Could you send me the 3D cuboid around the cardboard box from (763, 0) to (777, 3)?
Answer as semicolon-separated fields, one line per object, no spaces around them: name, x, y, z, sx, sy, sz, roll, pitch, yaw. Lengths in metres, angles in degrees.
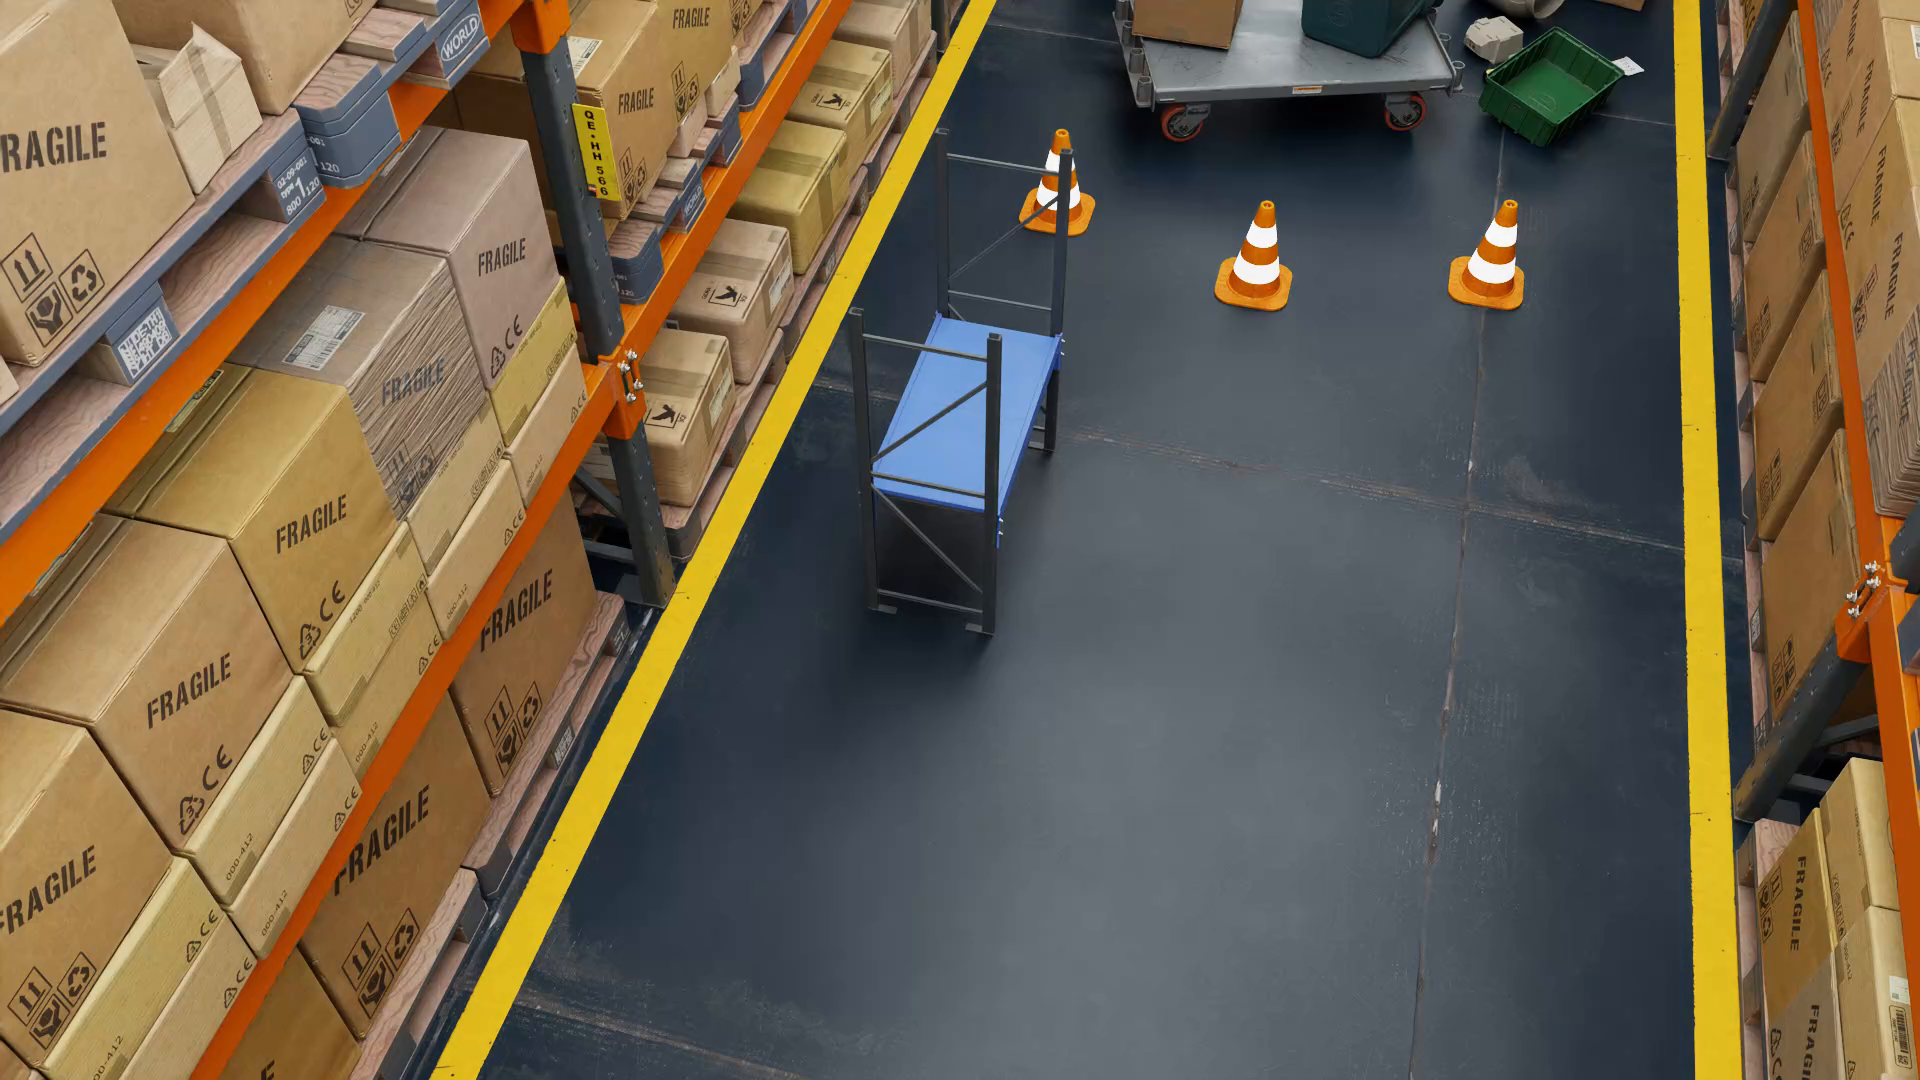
cardboard box;-0.868;-2.276;6.564;0.380;0.149;0.250;13;50;11

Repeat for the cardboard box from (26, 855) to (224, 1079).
cardboard box;-2.002;0.910;3.631;0.500;0.250;0.500;12;50;11

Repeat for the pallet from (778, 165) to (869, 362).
pallet;-1.075;-1.384;7.750;1.003;0.211;1.213;12;50;10

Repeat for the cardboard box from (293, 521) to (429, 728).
cardboard box;-1.734;0.168;4.286;0.500;0.250;0.500;10;49;9

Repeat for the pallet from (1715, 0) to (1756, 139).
pallet;4.525;-2.464;8.702;1.003;0.211;1.213;12;50;10

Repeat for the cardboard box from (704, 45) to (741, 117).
cardboard box;-1.025;-1.698;6.054;0.380;0.149;0.250;12;50;10

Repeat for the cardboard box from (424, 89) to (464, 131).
cardboard box;-1.754;-1.516;5.461;0.500;0.500;0.500;10;49;9

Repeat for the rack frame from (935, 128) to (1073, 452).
rack frame;0.156;-0.926;6.486;0.500;1.500;0.032;12;50;10

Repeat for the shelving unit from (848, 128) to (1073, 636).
shelving unit;0.022;-0.558;6.161;0.538;1.500;1.048;12;50;10

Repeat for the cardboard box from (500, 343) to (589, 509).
cardboard box;-1.488;-0.396;5.117;0.500;0.250;0.500;10;49;9

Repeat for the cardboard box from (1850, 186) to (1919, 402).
cardboard box;3.189;-0.731;5.247;0.500;0.500;0.500;12;50;10

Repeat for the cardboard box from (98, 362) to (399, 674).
cardboard box;-1.753;-0.070;3.996;0.500;0.500;0.500;12;50;10

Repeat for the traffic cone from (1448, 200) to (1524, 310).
traffic cone;2.440;-1.340;7.543;0.336;0.463;0.334;12;50;10

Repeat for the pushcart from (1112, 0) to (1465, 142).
pushcart;1.660;-2.474;8.601;1.648;0.377;0.936;-4;49;-3

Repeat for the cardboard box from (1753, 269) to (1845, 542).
cardboard box;3.671;-0.409;6.249;1.050;0.750;0.750;12;50;11

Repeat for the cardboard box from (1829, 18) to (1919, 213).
cardboard box;3.451;-1.464;5.894;0.500;0.500;0.500;12;50;11

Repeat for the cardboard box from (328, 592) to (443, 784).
cardboard box;-1.755;0.338;4.470;0.500;0.250;0.500;11;50;10

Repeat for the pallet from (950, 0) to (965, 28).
pallet;-0.410;-3.325;9.463;1.003;0.211;1.213;12;50;10

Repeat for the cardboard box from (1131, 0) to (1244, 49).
cardboard box;1.173;-2.849;8.345;0.500;0.500;0.500;12;50;10

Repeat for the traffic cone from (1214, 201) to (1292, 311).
traffic cone;1.360;-1.336;7.539;0.336;0.463;0.334;12;50;10

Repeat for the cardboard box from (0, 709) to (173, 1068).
cardboard box;-2.023;0.670;3.343;0.500;0.500;0.500;10;49;9

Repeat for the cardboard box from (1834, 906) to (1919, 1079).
cardboard box;2.648;1.299;4.408;0.500;0.250;0.500;11;49;10

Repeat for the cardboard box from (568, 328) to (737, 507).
cardboard box;-1.447;-0.538;6.616;0.950;0.372;0.625;9;49;7

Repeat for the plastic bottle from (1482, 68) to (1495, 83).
plastic bottle;2.866;-2.377;8.726;0.133;0.061;0.283;-11;50;-10

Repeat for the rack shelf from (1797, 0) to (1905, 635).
rack shelf;3.723;-1.167;6.178;1.077;0.370;4.000;12;50;10

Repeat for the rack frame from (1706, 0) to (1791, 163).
rack frame;4.250;-2.852;7.185;1.000;3.000;0.127;12;50;10

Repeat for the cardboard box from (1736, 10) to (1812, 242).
cardboard box;4.173;-1.780;7.459;1.050;0.750;0.750;11;50;10

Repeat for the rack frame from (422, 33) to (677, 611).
rack frame;-1.605;-0.862;5.429;1.000;3.000;0.127;12;50;10

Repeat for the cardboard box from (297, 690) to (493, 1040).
cardboard box;-2.106;0.829;5.073;0.875;0.875;0.875;12;50;10

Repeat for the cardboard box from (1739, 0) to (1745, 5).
cardboard box;4.716;-3.381;8.790;0.875;0.875;0.875;12;50;10

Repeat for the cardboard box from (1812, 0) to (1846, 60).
cardboard box;3.719;-2.192;6.536;0.500;0.500;0.500;12;50;10

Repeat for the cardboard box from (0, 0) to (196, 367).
cardboard box;-1.789;-0.695;2.934;0.500;0.500;0.500;12;50;10

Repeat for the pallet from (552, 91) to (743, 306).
pallet;-1.520;-1.335;5.975;1.213;0.211;1.003;12;50;10

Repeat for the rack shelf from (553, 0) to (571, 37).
rack shelf;-1.079;-3.063;5.851;1.077;0.370;4.000;12;50;10

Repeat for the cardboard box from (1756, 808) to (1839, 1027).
cardboard box;2.765;1.191;5.004;0.500;0.500;0.500;10;49;8

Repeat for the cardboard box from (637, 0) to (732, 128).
cardboard box;-1.133;-1.791;5.704;0.500;0.500;0.500;14;50;12

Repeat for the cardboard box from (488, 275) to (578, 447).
cardboard box;-1.488;-0.577;4.944;0.500;0.250;0.500;11;50;10

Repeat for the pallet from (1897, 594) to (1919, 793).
pallet;3.112;0.642;4.230;1.213;0.211;1.003;12;50;10

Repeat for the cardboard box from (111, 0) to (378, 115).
cardboard box;-1.683;-1.273;3.444;0.700;0.500;0.500;9;49;8

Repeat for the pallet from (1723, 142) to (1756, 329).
pallet;4.119;-1.356;7.725;1.003;0.211;1.213;12;50;10

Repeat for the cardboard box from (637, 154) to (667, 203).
cardboard box;-1.234;-1.314;5.716;0.380;0.149;0.250;9;49;8

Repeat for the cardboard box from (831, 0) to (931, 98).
cardboard box;-0.688;-2.645;8.475;0.950;0.372;0.625;12;50;11

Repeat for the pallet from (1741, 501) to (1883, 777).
pallet;3.477;0.409;6.167;1.003;0.211;1.213;12;50;10

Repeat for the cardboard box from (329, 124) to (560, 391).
cardboard box;-1.489;-0.801;4.641;0.500;0.500;0.500;10;49;9

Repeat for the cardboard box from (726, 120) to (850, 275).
cardboard box;-1.055;-1.621;7.571;0.950;0.372;0.625;13;50;11

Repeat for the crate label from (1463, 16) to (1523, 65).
crate label;2.880;-2.704;8.964;0.298;0.136;0.250;-19;51;-16

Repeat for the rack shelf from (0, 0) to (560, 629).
rack shelf;-2.132;-0.170;3.297;1.077;0.370;4.000;12;50;10

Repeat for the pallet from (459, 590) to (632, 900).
pallet;-1.885;0.616;5.984;1.003;0.211;1.213;12;50;10

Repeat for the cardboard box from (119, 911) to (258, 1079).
cardboard box;-2.003;1.072;3.822;0.500;0.250;0.500;11;50;10

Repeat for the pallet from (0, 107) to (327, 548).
pallet;-2.015;-0.507;3.241;1.003;0.211;1.213;14;50;12
